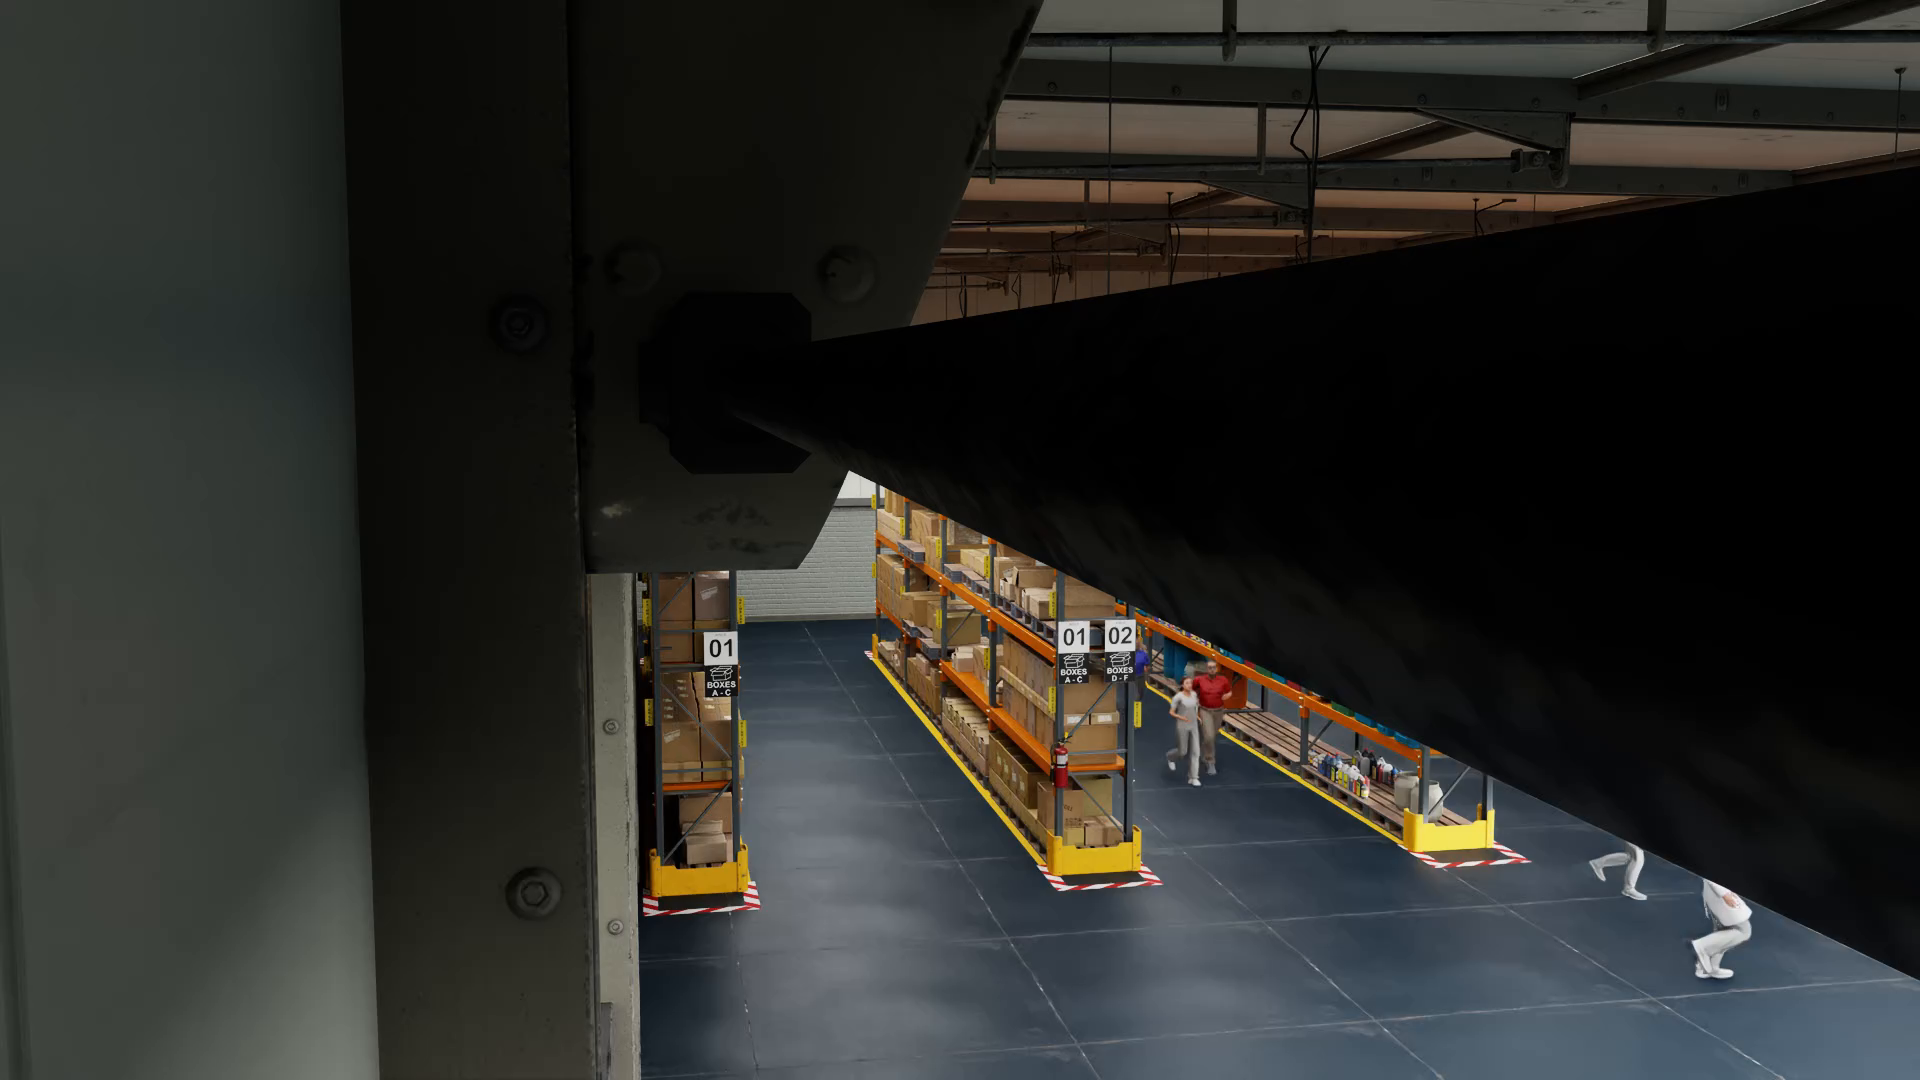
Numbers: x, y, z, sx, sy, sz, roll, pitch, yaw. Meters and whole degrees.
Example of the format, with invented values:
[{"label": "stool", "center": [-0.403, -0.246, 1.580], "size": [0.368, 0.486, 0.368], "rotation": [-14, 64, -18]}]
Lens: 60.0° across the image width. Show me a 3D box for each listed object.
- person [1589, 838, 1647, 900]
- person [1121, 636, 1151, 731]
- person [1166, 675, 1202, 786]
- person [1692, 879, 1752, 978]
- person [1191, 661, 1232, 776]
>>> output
[{"label": "person", "center": [7.940, 3.457, 20.006], "size": [0.673, 1.691, 0.621], "rotation": [3, 7, 30]}, {"label": "person", "center": [3.077, 2.529, 29.169], "size": [0.548, 1.660, 0.696], "rotation": [-2, 6, -21]}, {"label": "person", "center": [3.468, 2.885, 25.463], "size": [0.570, 1.645, 0.924], "rotation": [-2, 6, -23]}, {"label": "person", "center": [7.925, 3.702, 17.250], "size": [0.624, 1.731, 0.714], "rotation": [1, 6, 12]}, {"label": "person", "center": [3.986, 2.780, 26.318], "size": [0.636, 1.778, 0.884], "rotation": [-1, 6, -12]}]
